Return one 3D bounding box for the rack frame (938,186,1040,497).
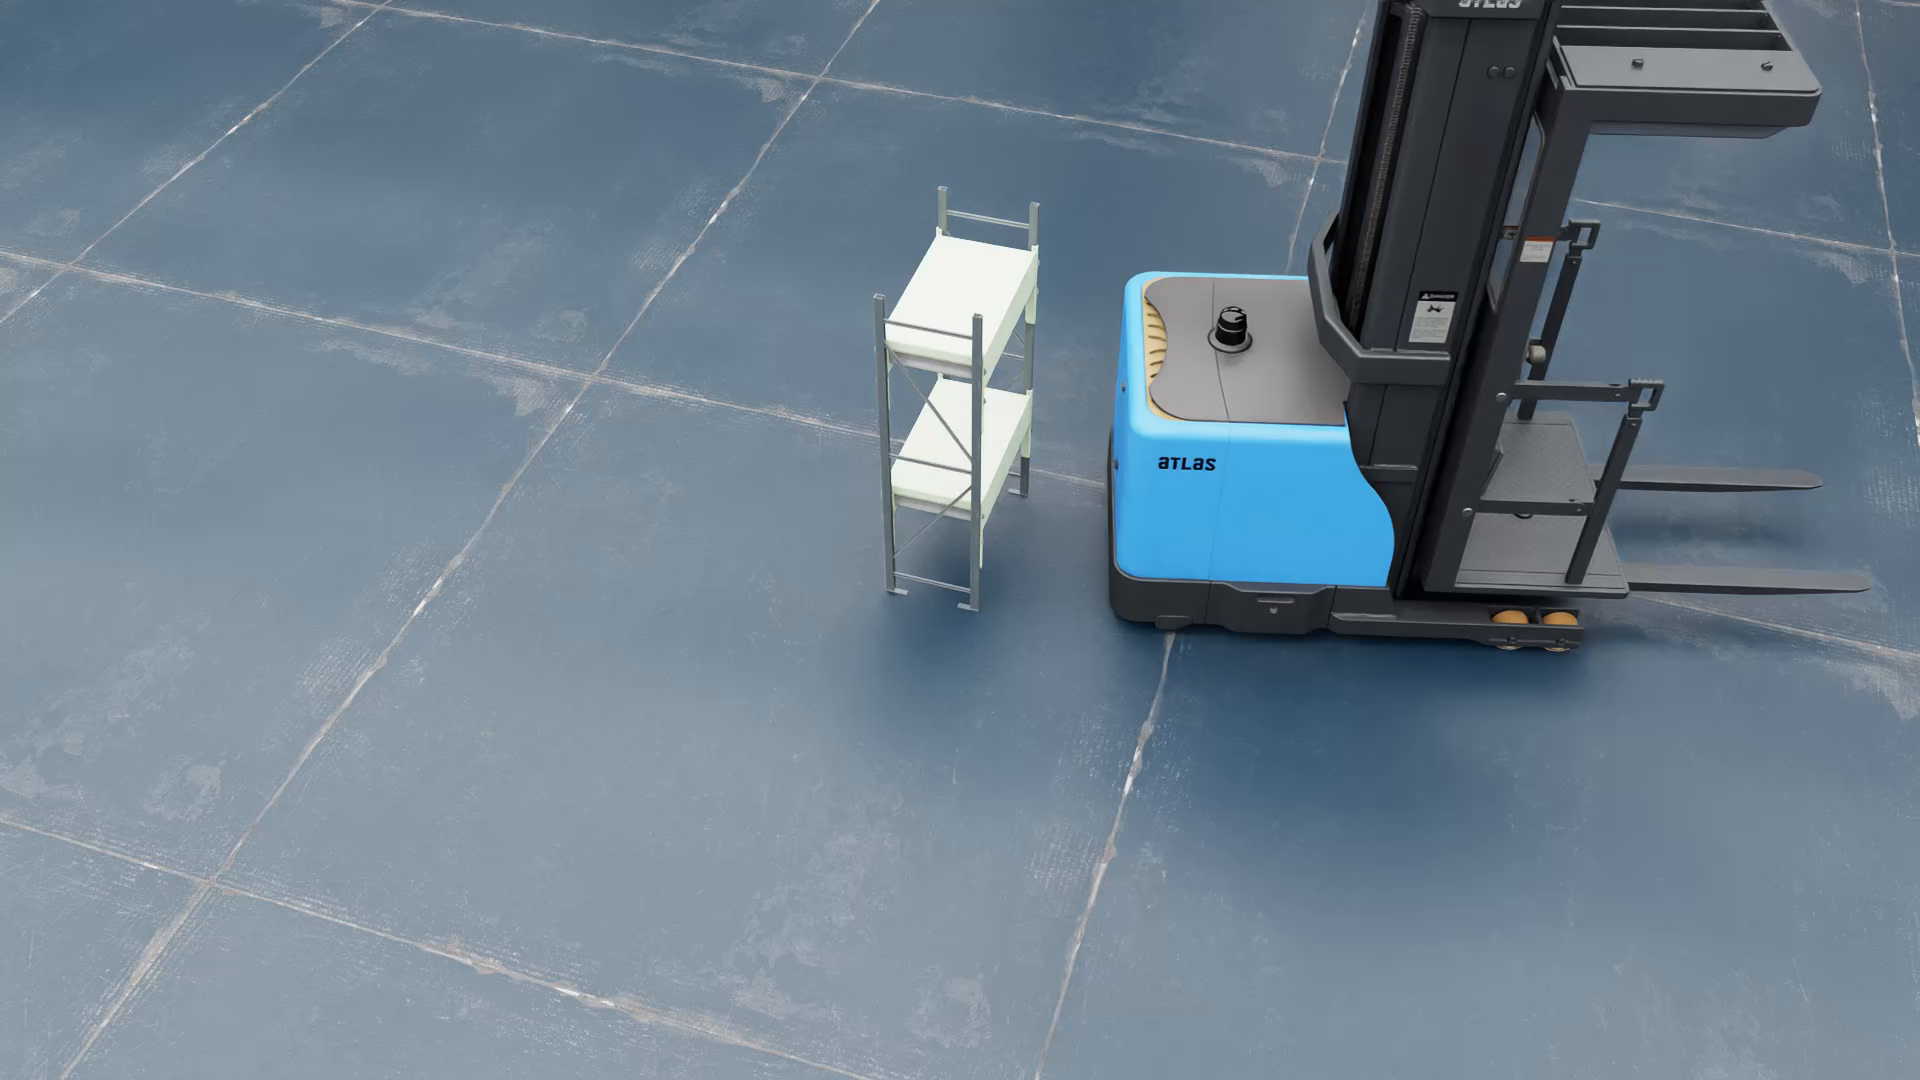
[{"bbox_3d":[0.109,-0.776,6.869,0.400,1.500,0.023,13,46,12],"label":"rack frame"}]

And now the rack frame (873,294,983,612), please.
[{"bbox_3d":[-0.113,-0.288,6.371,0.400,1.500,0.023,13,46,12],"label":"rack frame"}]

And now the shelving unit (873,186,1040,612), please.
[{"bbox_3d":[-0.002,-0.532,6.620,0.431,1.500,0.755,13,46,12],"label":"shelving unit"}]

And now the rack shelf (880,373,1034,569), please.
[{"bbox_3d":[-0.002,-0.299,6.848,0.431,0.370,0.720,13,46,12],"label":"rack shelf"}]

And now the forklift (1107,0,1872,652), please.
[{"bbox_3d":[2.145,-0.983,6.058,3.031,2.935,1.130,2,44,2],"label":"forklift"}]

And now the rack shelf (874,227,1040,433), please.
[{"bbox_3d":[-0.002,-0.811,6.347,0.431,0.370,0.720,13,46,12],"label":"rack shelf"}]
